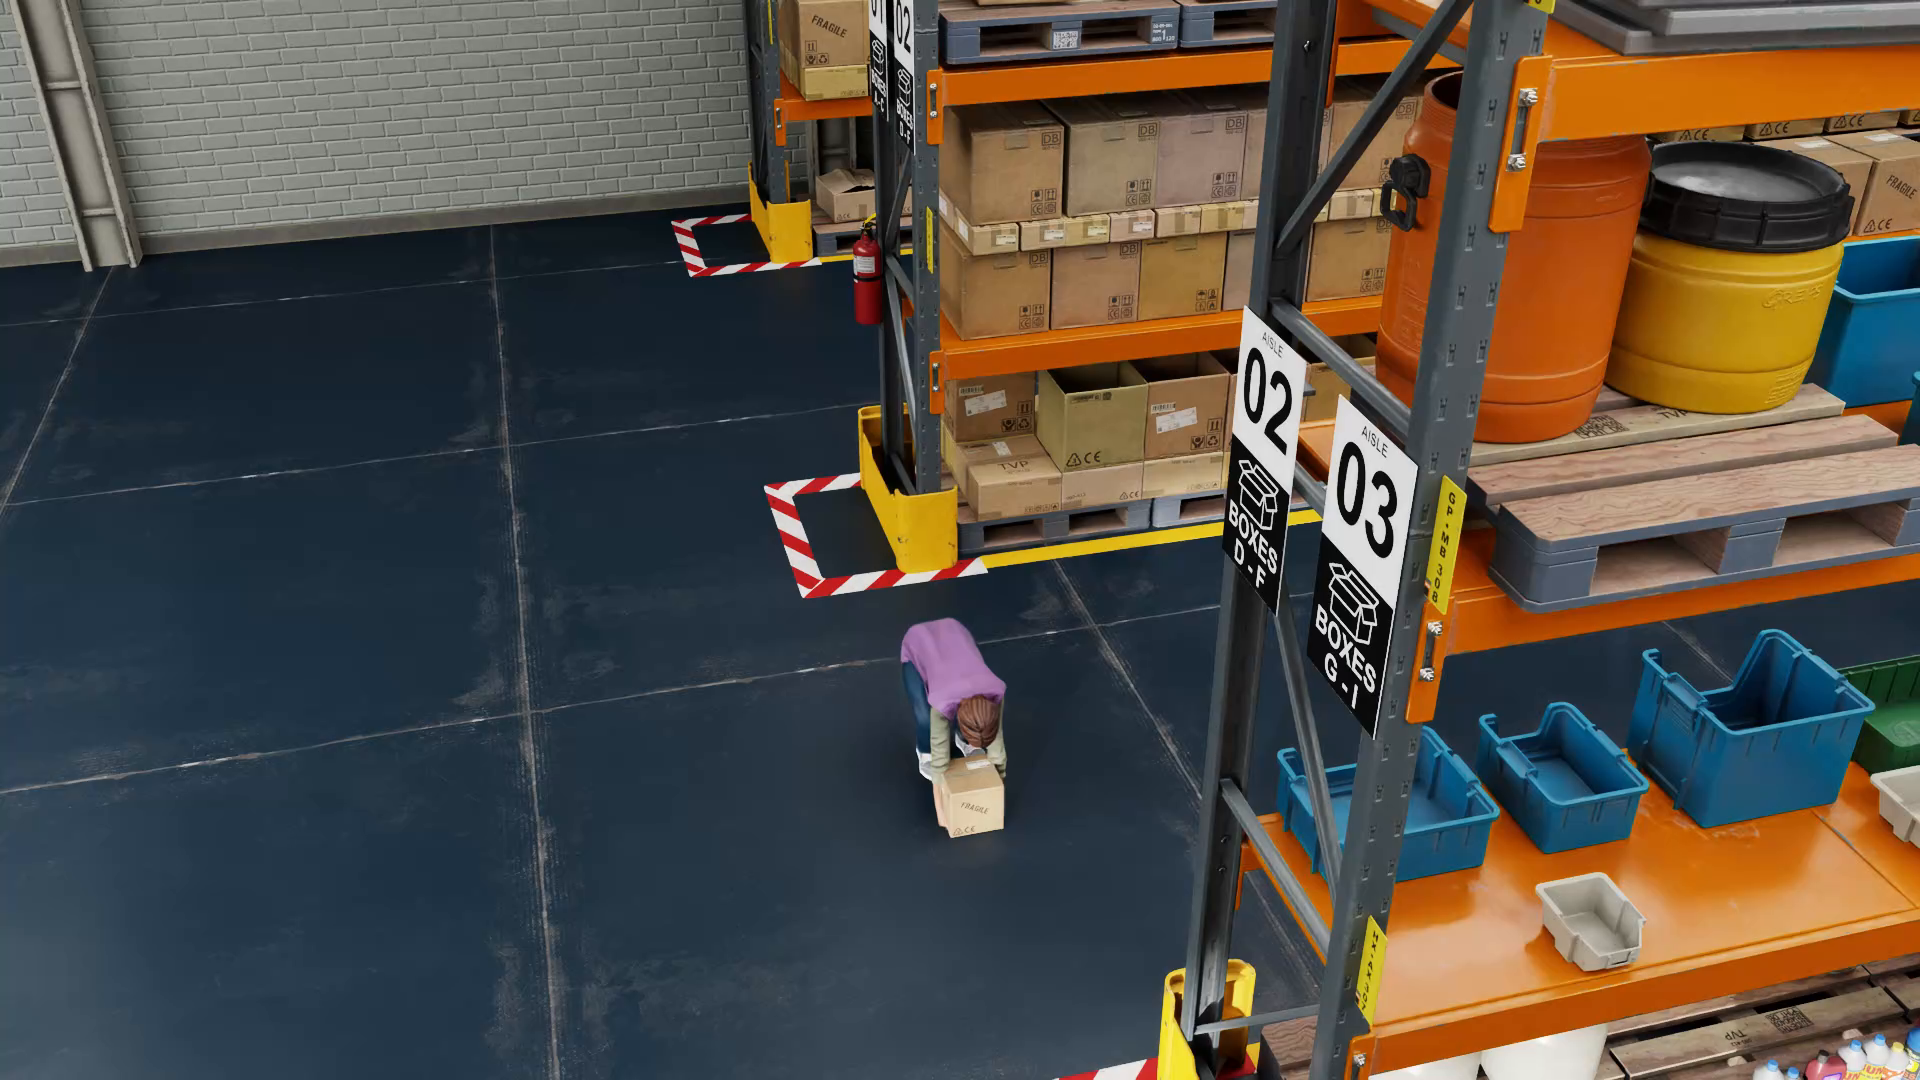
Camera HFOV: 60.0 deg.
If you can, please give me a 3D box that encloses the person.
[{"bbox_3d":[-0.013,0.818,7.724,0.423,0.759,0.873,-9,32,-15],"label":"person"}]
